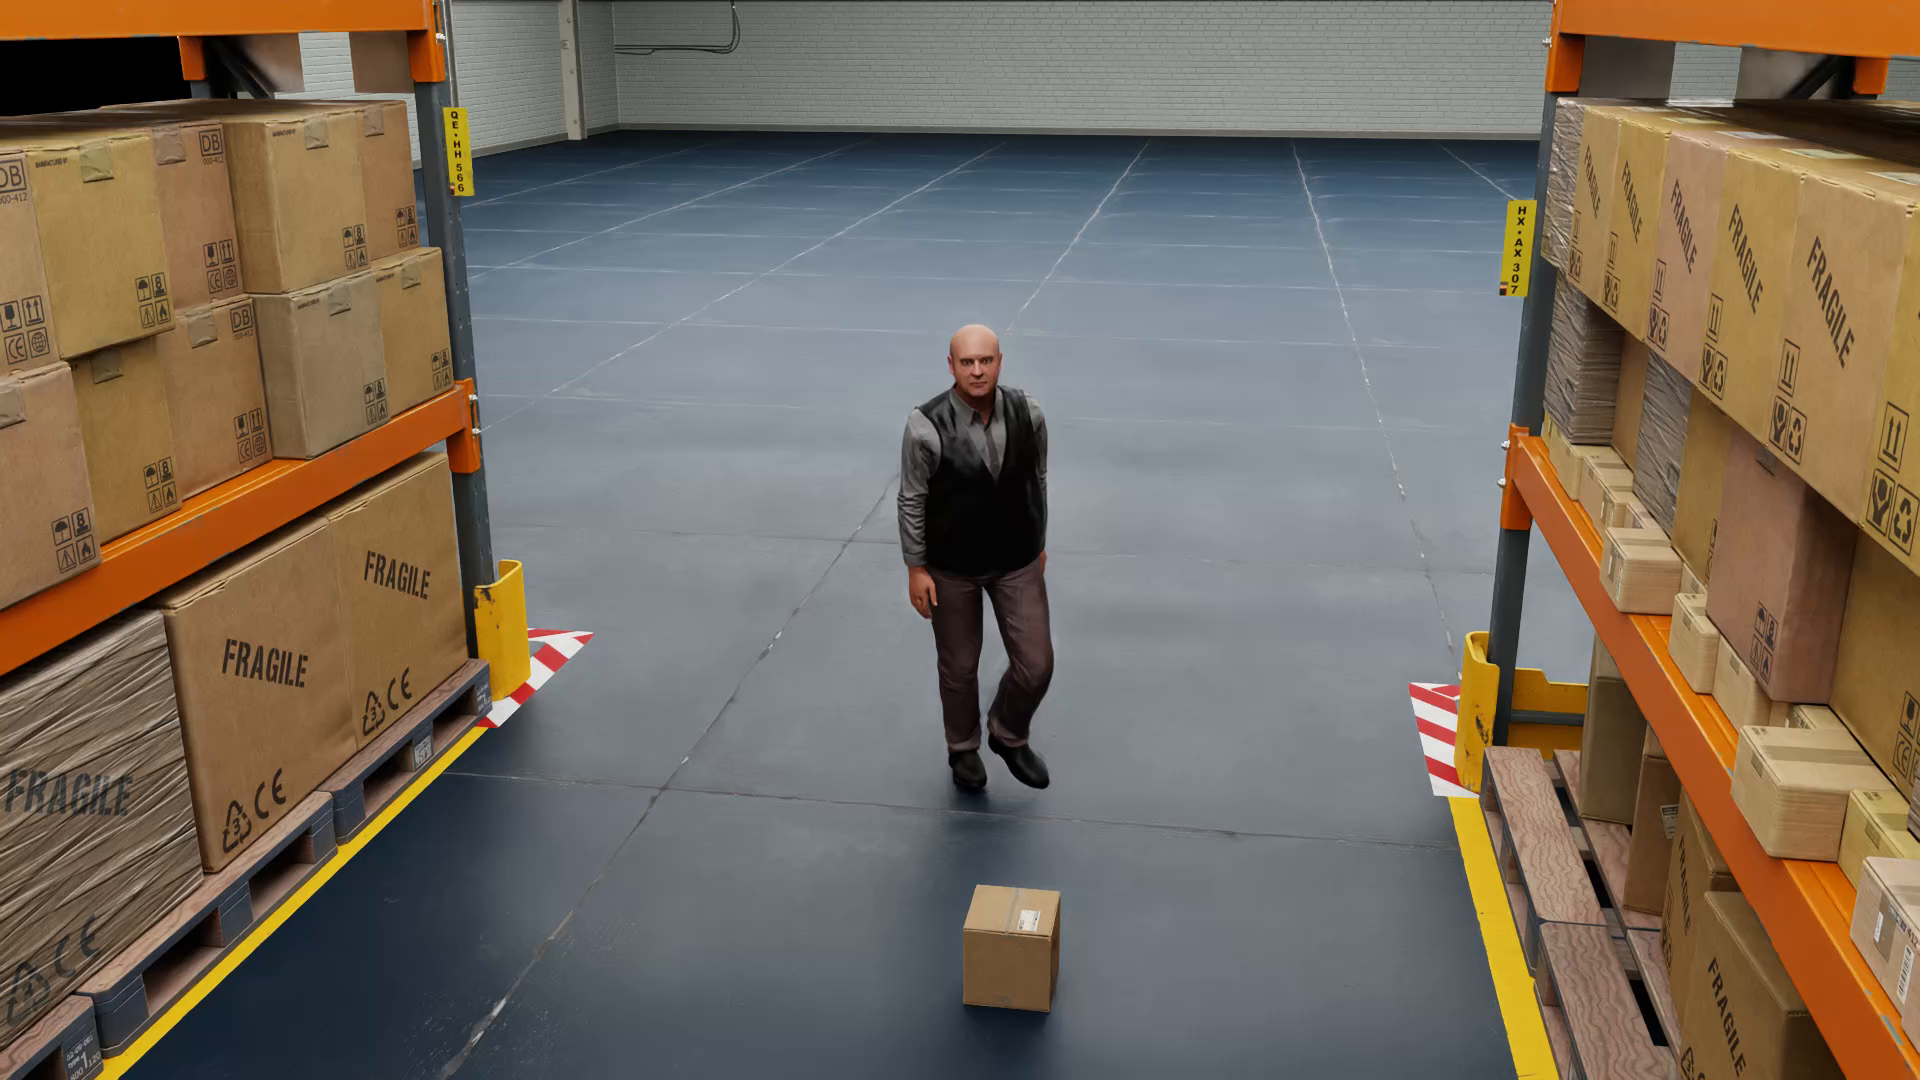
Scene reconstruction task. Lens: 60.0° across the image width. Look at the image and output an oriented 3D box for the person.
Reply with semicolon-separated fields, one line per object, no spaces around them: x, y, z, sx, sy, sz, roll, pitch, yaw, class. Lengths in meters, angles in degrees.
0.055;0.081;5.782;0.564;1.704;0.529;-4;18;-13;person
